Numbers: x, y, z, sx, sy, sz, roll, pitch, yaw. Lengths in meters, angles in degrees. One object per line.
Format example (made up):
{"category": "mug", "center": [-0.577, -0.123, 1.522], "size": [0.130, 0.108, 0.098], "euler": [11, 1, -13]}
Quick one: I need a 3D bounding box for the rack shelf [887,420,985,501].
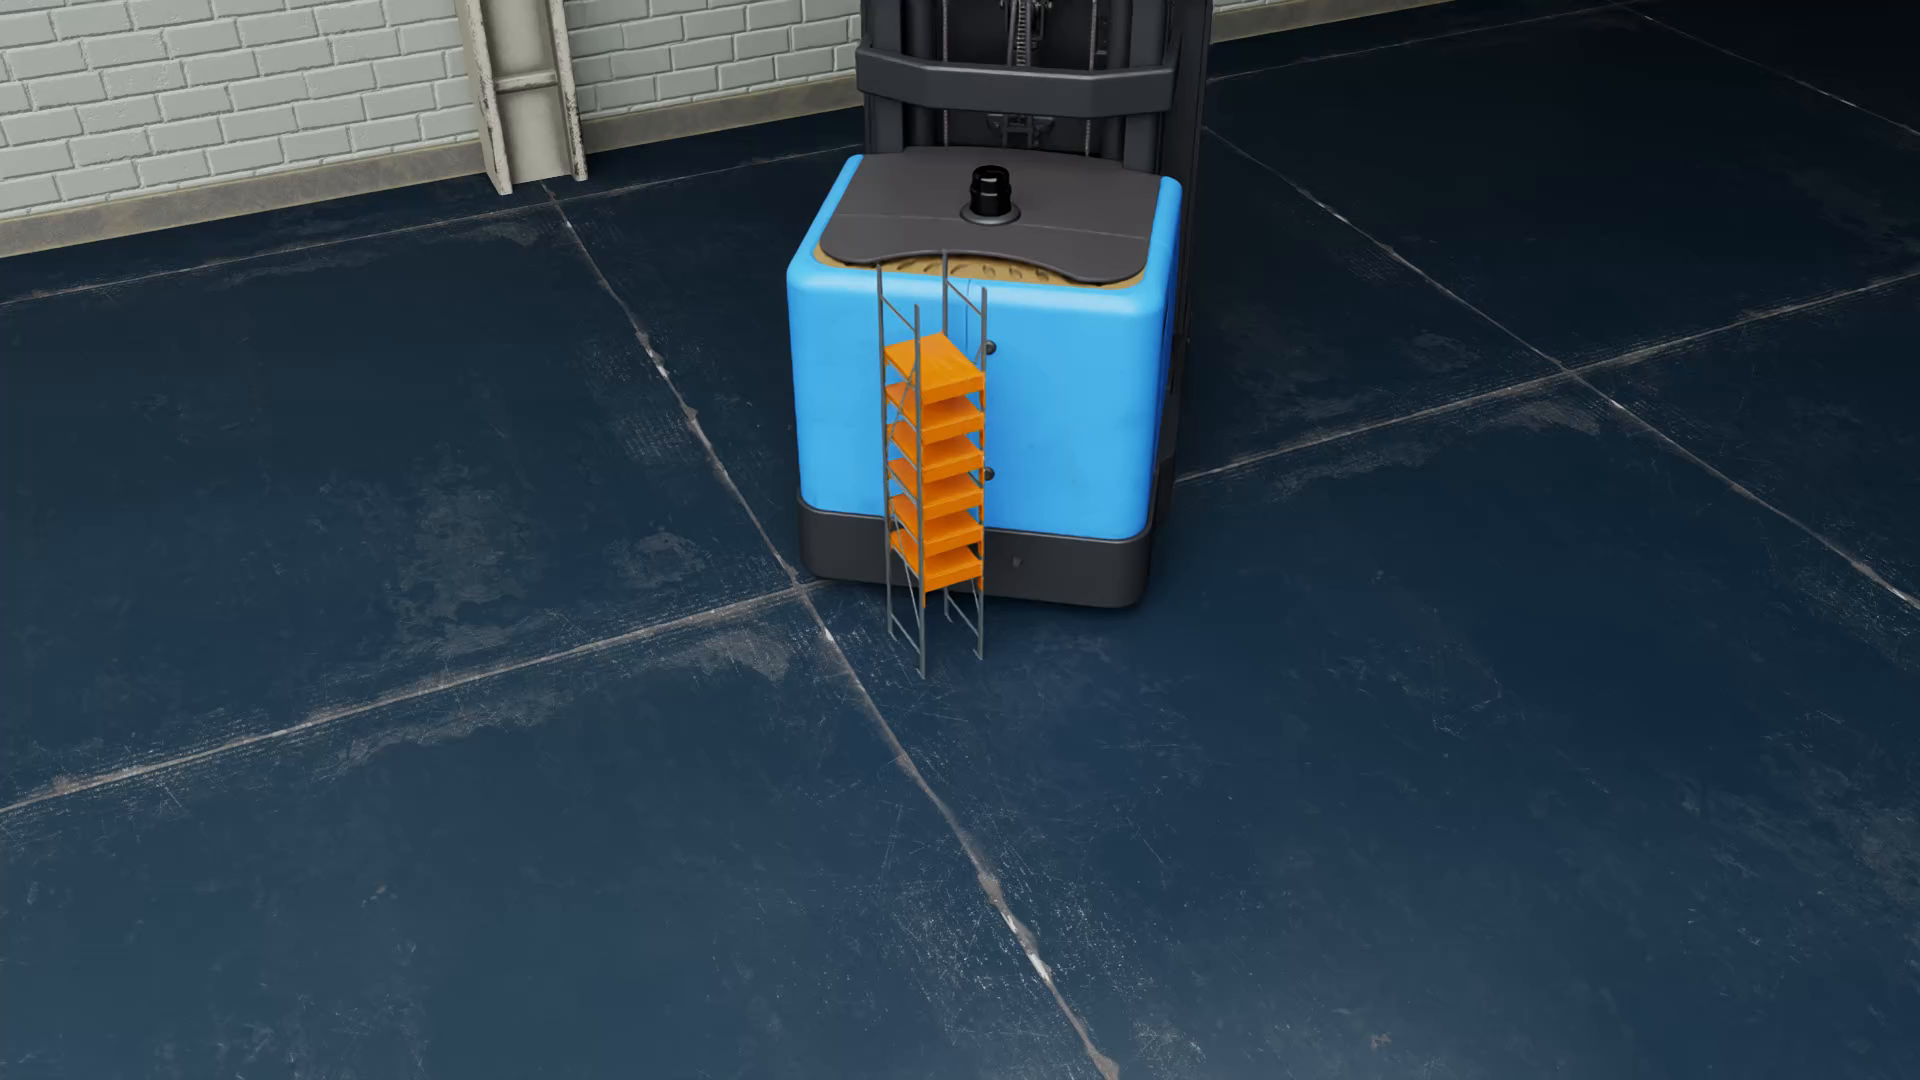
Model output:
{"category": "rack shelf", "center": [-0.072, -0.232, 4.427], "size": [0.180, 0.103, 0.258], "euler": [-17, 40, -21]}

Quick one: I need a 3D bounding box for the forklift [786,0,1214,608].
{"category": "forklift", "center": [0.276, -1.852, 5.286], "size": [1.130, 2.935, 3.031], "euler": [6, 37, 8]}

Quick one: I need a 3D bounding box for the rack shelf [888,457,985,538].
{"category": "rack shelf", "center": [-0.072, -0.135, 4.499], "size": [0.180, 0.103, 0.258], "euler": [-17, 40, -21]}

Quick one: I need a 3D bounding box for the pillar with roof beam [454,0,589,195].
{"category": "pillar with roof beam", "center": [-0.071, -2.936, 1.654], "size": [0.400, 9.000, 9.100], "euler": [-16, 39, -20]}

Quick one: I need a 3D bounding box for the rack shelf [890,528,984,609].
{"category": "rack shelf", "center": [-0.073, 0.057, 4.643], "size": [0.180, 0.103, 0.258], "euler": [-17, 40, -21]}

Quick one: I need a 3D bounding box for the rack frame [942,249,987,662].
{"category": "rack frame", "center": [0.010, -0.195, 4.505], "size": [0.006, 1.200, 0.240], "euler": [-17, 40, -21]}

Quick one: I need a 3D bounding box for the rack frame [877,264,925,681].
{"category": "rack frame", "center": [-0.154, -0.147, 4.440], "size": [0.006, 1.200, 0.240], "euler": [-17, 40, -21]}

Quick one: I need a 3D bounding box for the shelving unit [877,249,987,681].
{"category": "shelving unit", "center": [-0.072, -0.171, 4.472], "size": [0.189, 1.200, 0.258], "euler": [-17, 40, -21]}

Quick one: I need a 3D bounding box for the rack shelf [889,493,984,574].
{"category": "rack shelf", "center": [-0.072, -0.039, 4.571], "size": [0.180, 0.103, 0.258], "euler": [-17, 40, -21]}

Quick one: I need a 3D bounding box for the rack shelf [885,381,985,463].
{"category": "rack shelf", "center": [-0.072, -0.328, 4.355], "size": [0.180, 0.103, 0.258], "euler": [-17, 40, -21]}

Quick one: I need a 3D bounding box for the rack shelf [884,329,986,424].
{"category": "rack shelf", "center": [-0.072, -0.424, 4.283], "size": [0.180, 0.103, 0.258], "euler": [-17, 40, -21]}
